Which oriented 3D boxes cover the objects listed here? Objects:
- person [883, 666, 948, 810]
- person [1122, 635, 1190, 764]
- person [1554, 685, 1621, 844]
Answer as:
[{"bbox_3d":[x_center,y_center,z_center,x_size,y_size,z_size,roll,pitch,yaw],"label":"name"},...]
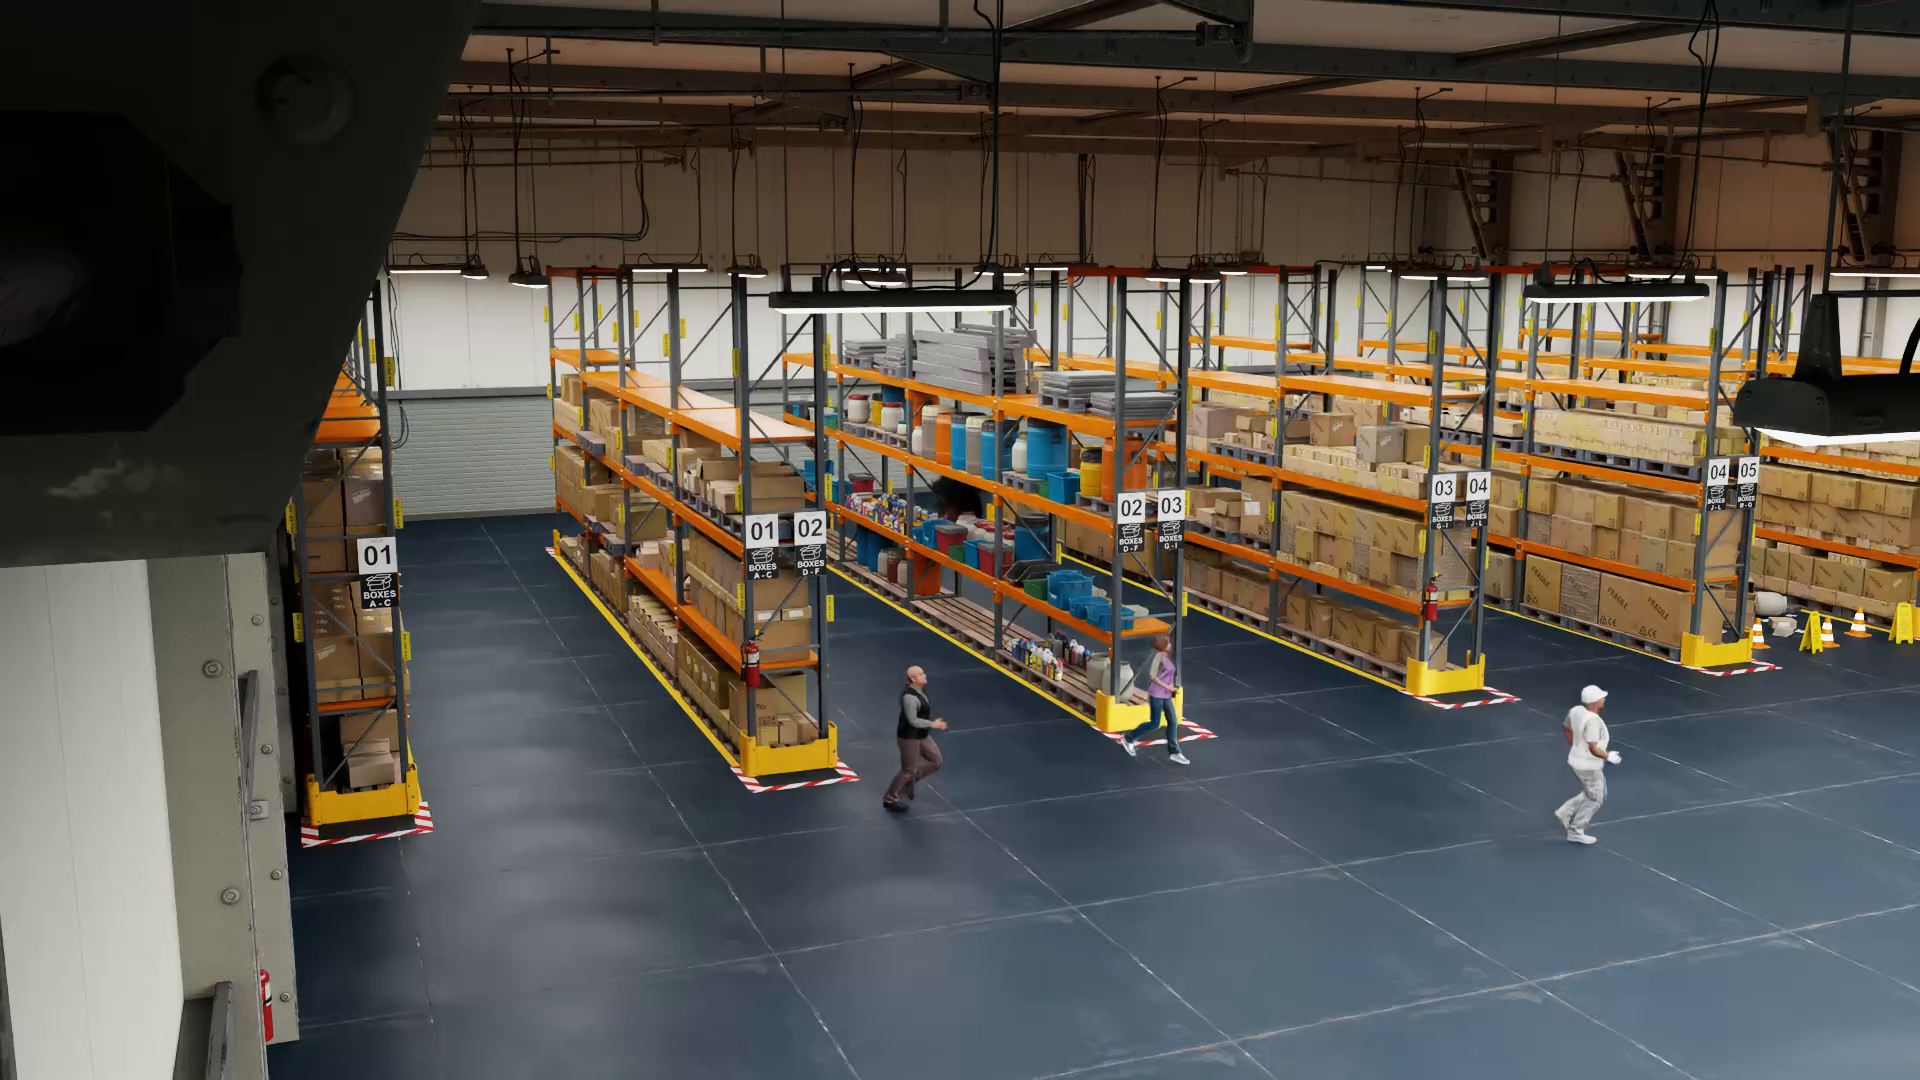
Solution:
[{"bbox_3d":[-0.496,2.238,18.943,0.761,1.680,0.681,2,10,12],"label":"person"},{"bbox_3d":[2.516,1.964,20.819,0.872,1.569,0.603,4,11,23],"label":"person"},{"bbox_3d":[6.737,2.406,17.810,0.581,1.743,0.686,1,10,4],"label":"person"}]
